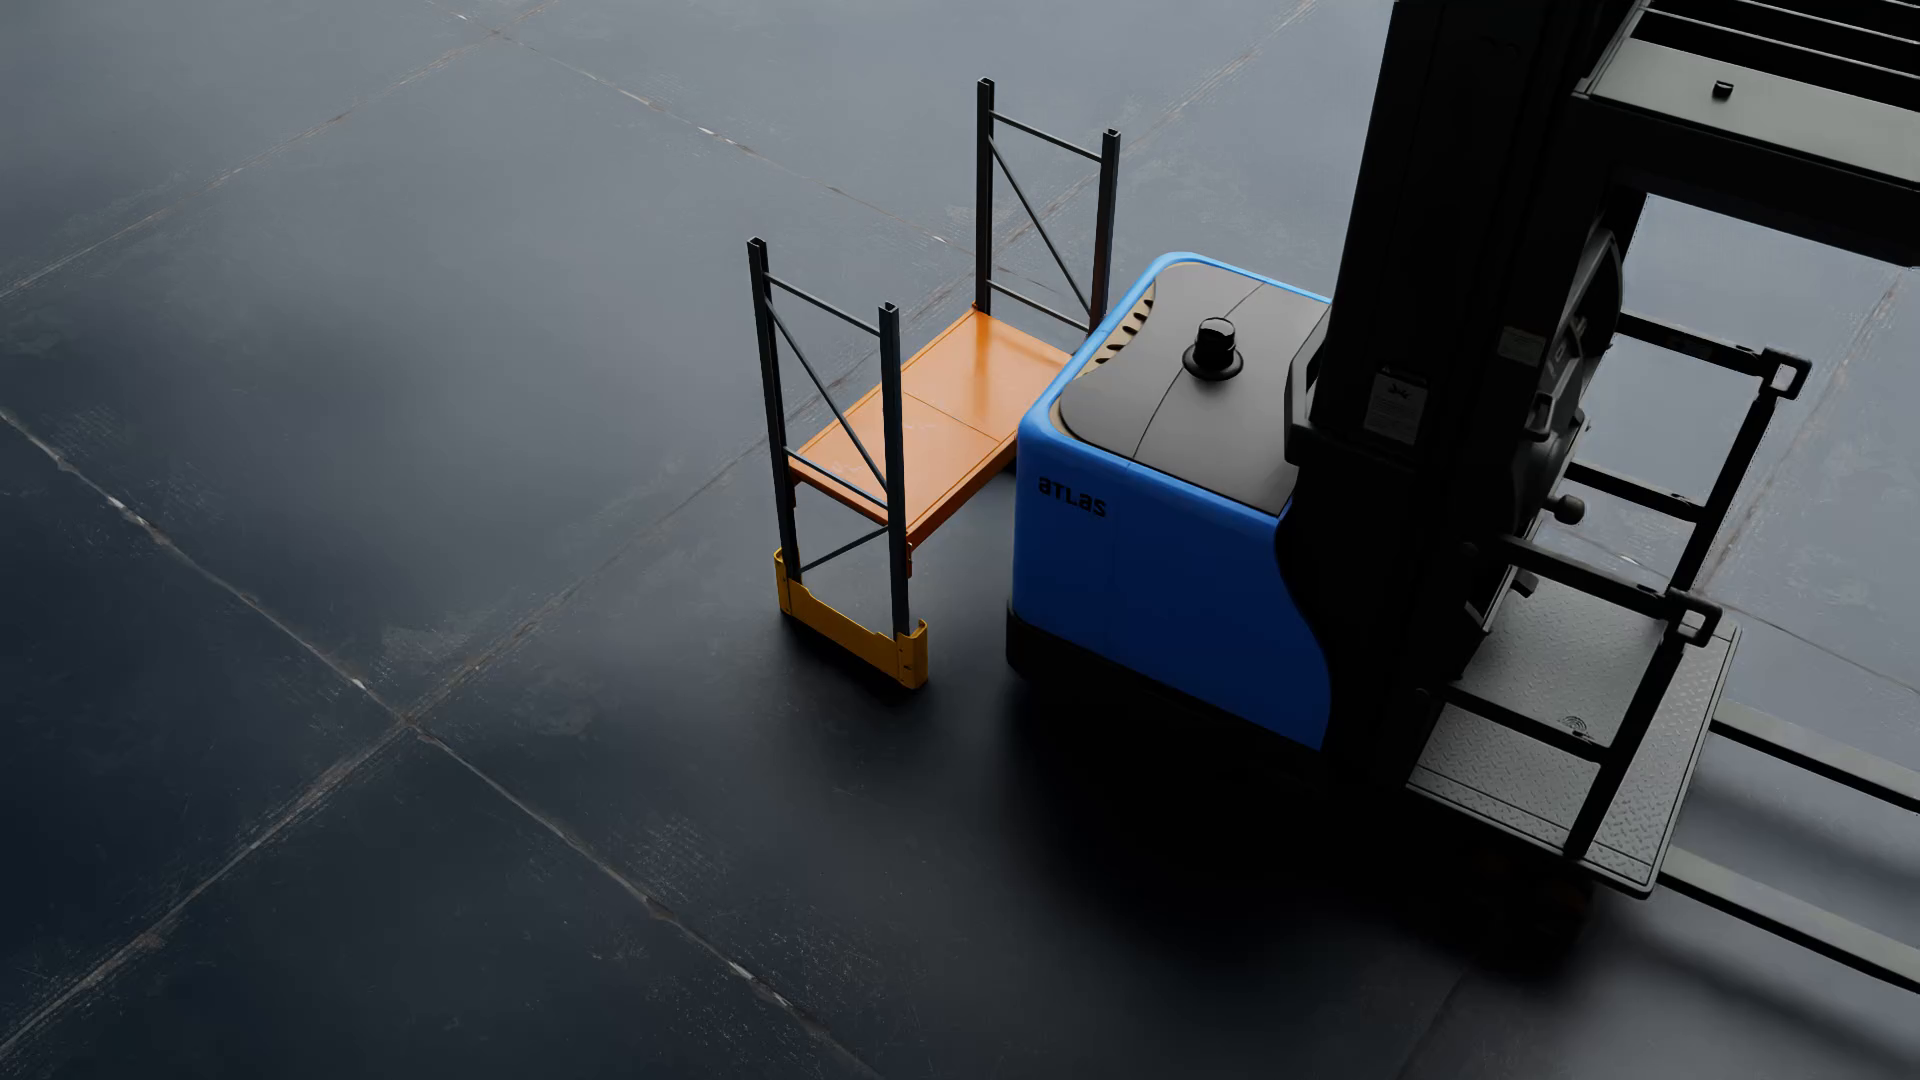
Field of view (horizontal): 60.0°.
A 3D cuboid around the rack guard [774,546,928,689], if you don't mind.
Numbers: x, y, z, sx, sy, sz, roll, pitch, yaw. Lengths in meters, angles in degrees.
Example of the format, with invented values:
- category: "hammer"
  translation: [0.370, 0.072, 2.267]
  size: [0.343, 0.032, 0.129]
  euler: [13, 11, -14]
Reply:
- category: "rack guard"
  translation: [-0.351, 0.242, 5.346]
  size: [0.587, 0.250, 0.087]
  euler: [29, 53, 25]

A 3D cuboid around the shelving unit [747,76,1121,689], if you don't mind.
- category: "shelving unit"
  translation: [-0.047, -0.474, 5.166]
  size: [0.587, 1.500, 1.083]
  euler: [29, 53, 25]

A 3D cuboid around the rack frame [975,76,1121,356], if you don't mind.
- category: "rack frame"
  translation: [0.259, -0.760, 5.439]
  size: [0.500, 1.500, 0.032]
  euler: [29, 53, 25]

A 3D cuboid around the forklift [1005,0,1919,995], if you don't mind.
- category: "forklift"
  translation: [1.677, -0.345, 4.052]
  size: [3.031, 2.935, 1.130]
  euler: [23, 51, 21]

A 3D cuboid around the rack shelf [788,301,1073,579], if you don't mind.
- category: "rack shelf"
  translation: [-0.052, -0.345, 5.291]
  size: [0.538, 0.185, 1.000]
  euler: [29, 53, 25]

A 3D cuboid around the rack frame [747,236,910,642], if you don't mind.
- category: "rack frame"
  translation: [-0.363, -0.178, 4.883]
  size: [0.500, 1.500, 0.032]
  euler: [29, 53, 25]
